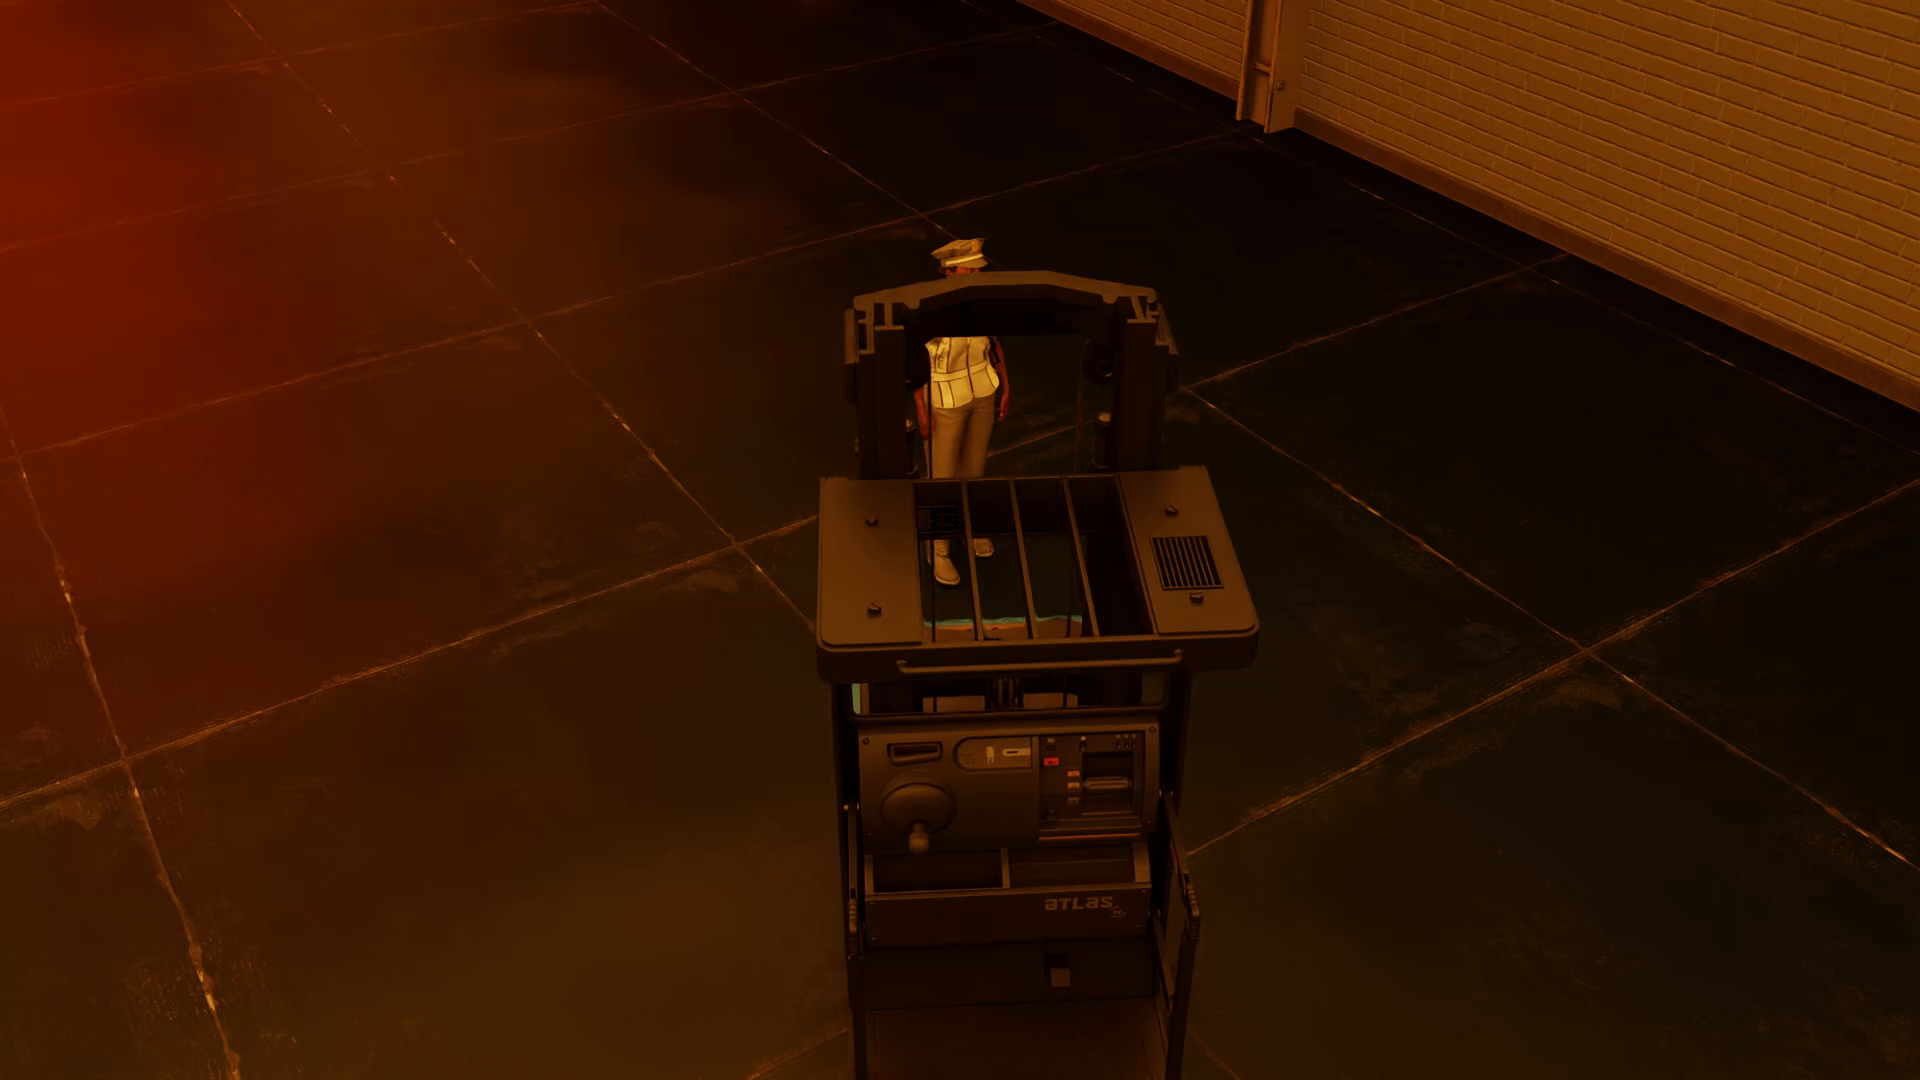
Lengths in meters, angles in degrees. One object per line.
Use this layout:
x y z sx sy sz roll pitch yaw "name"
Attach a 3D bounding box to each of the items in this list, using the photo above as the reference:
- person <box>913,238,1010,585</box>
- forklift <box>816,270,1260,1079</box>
0.024 -0.657 8.145 0.569 1.695 0.528 -21 40 -27 "person"
0.169 0.823 4.977 1.130 2.935 3.031 -2 35 -3 "forklift"
